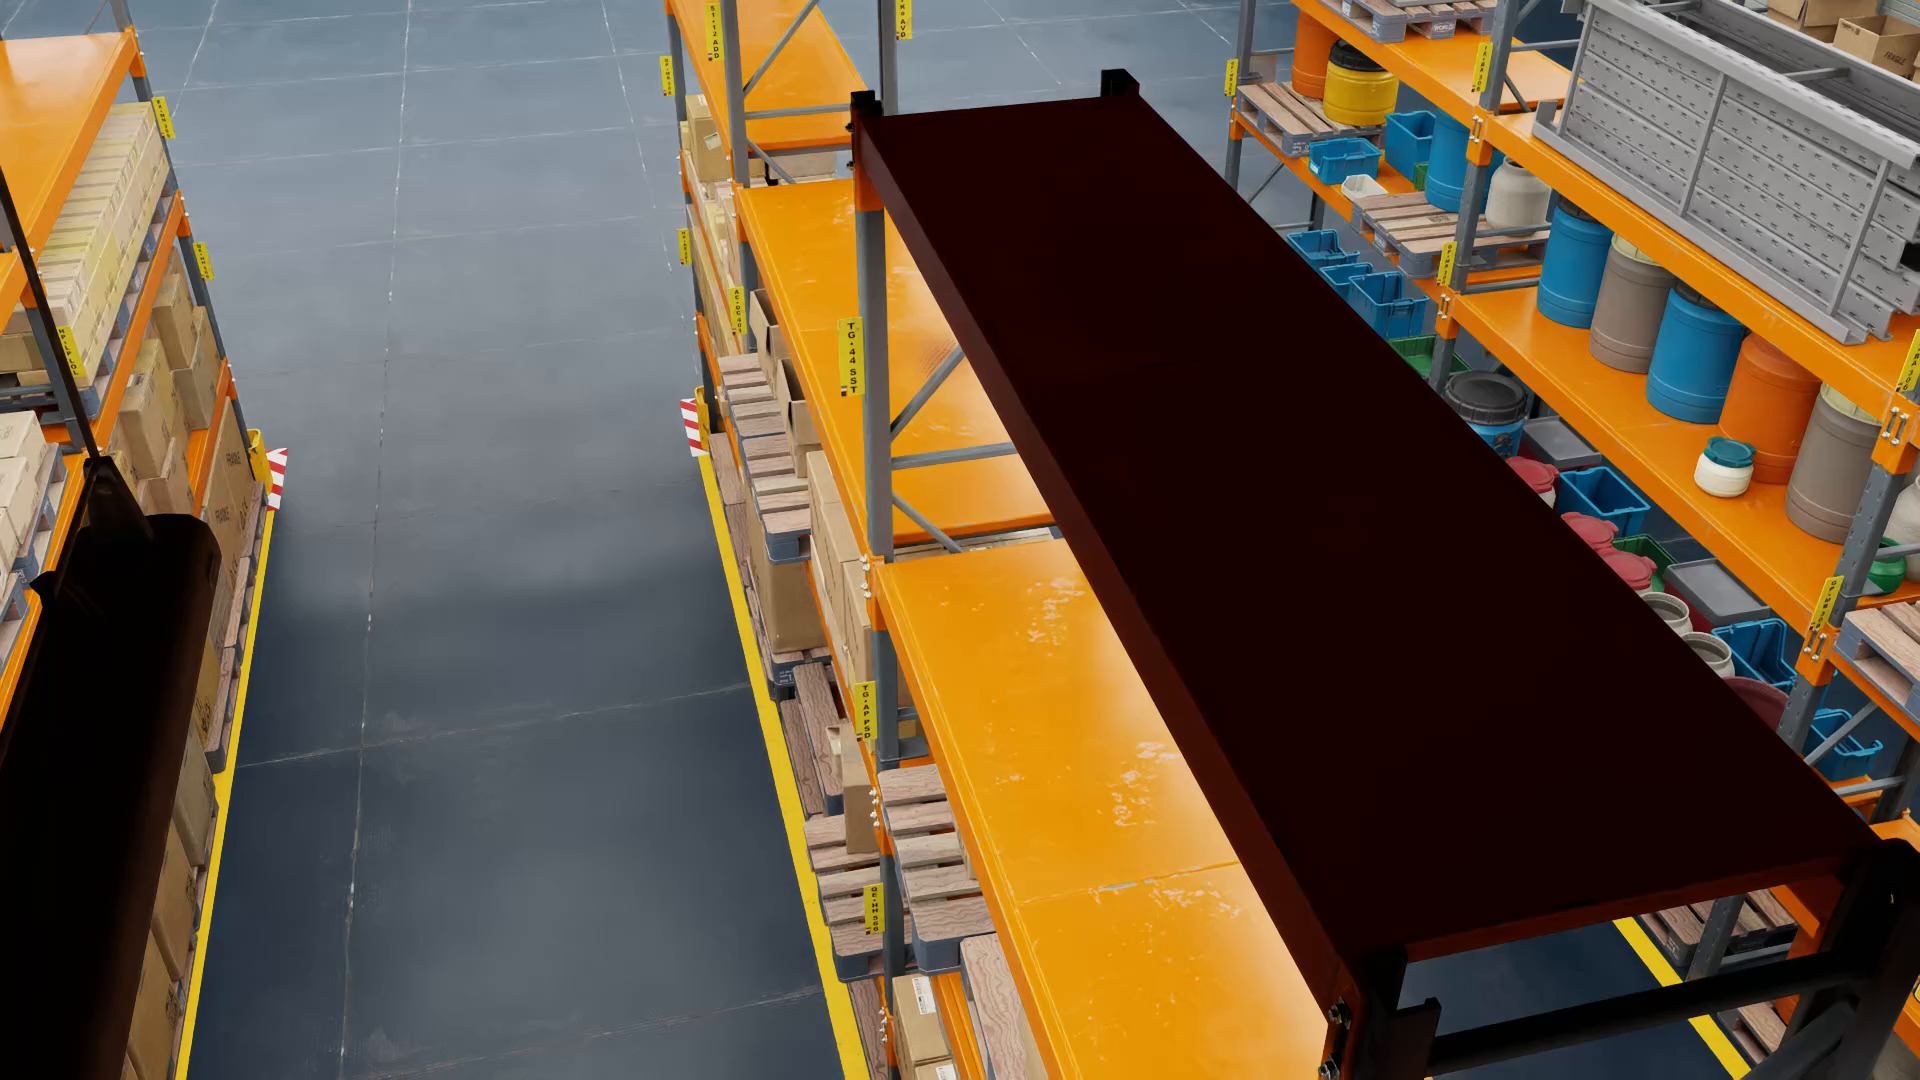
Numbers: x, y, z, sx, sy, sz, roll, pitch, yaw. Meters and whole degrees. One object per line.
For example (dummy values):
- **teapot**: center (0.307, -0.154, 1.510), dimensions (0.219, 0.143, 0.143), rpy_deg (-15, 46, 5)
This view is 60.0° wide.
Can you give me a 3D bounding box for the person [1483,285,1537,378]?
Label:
- **person**: center (4.964, -1.658, 15.148), dimensions (0.360, 1.630, 0.429), rpy_deg (6, 35, 9)
